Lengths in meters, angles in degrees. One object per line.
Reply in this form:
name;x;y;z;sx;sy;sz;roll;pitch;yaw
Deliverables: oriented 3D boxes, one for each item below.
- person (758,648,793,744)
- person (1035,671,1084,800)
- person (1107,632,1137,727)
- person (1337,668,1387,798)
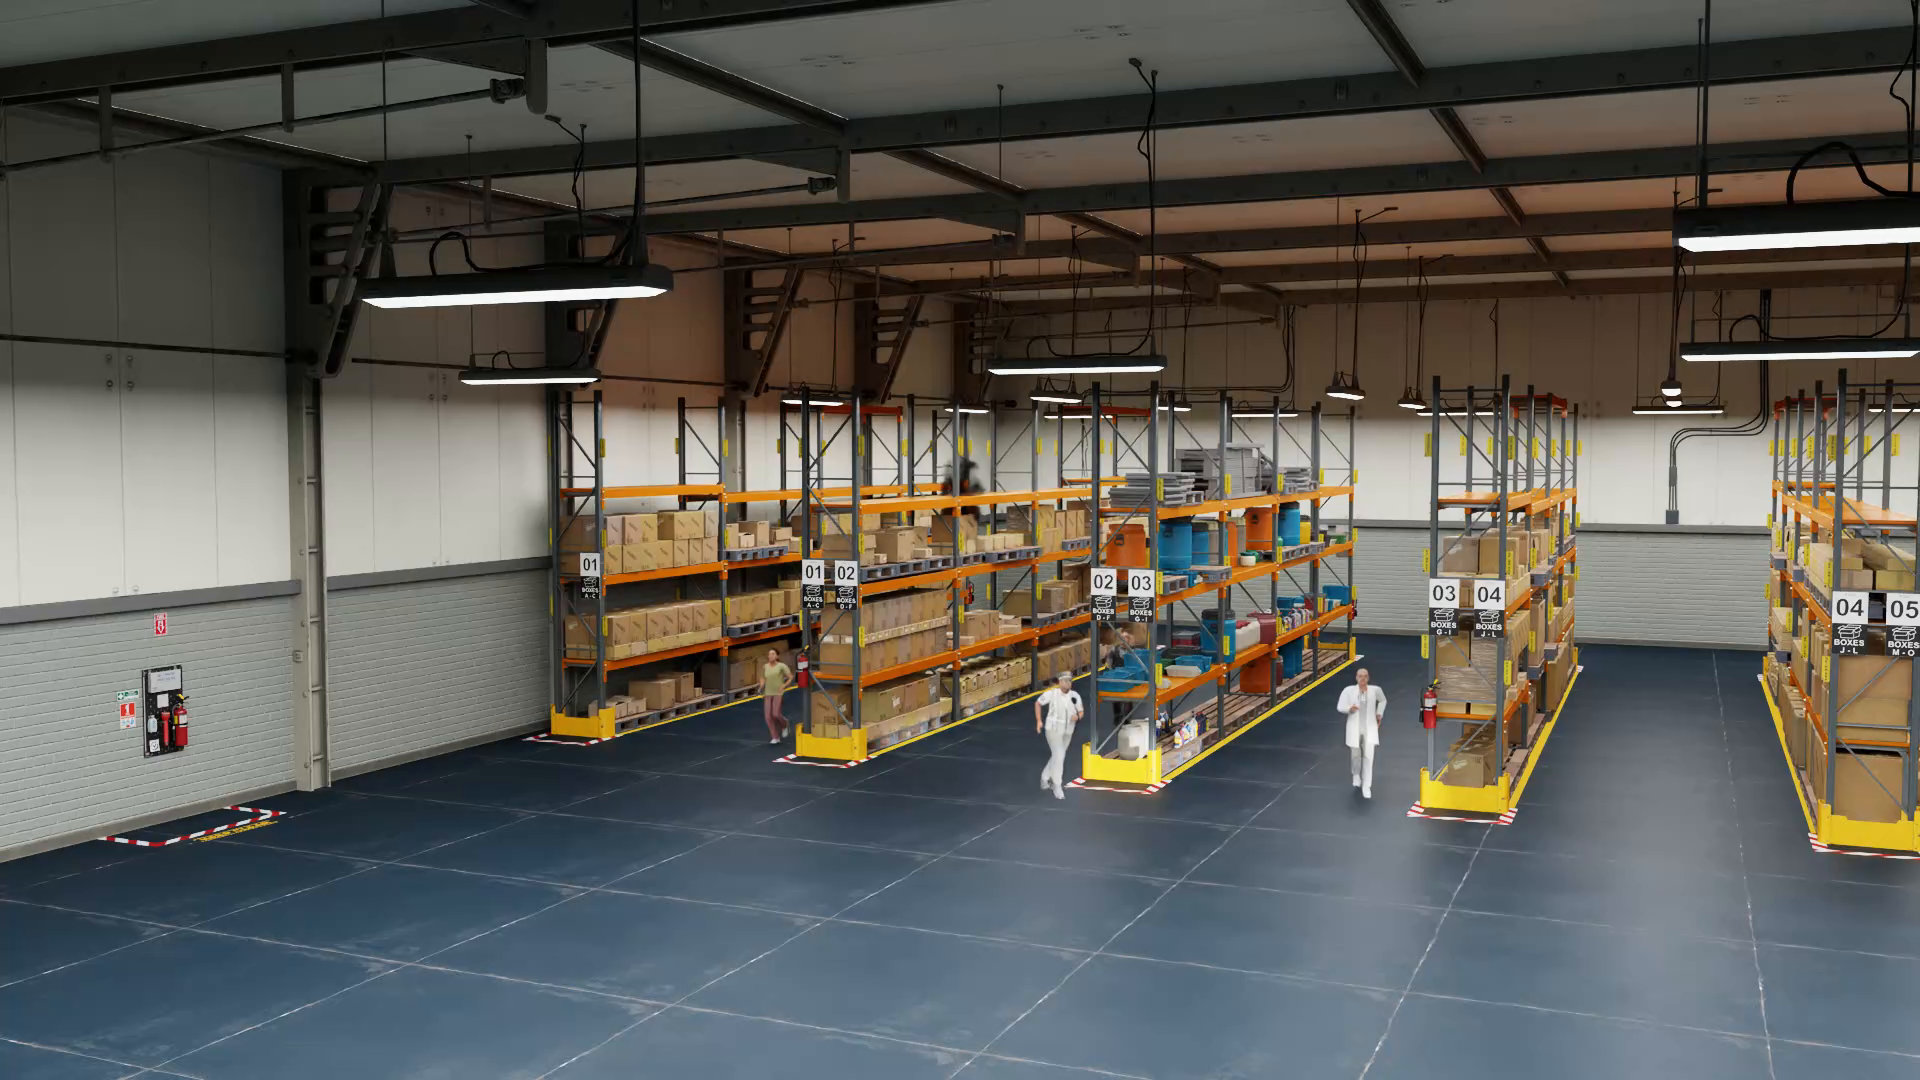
person;-3.142;2.631;28.171;0.595;1.627;0.541;1;3;19
person;1.489;2.789;24.088;0.663;1.783;0.799;-1;3;-24
person;2.914;2.498;29.793;0.633;1.703;0.683;1;3;14
person;5.812;2.794;24.048;0.708;1.697;1.000;1;3;12
